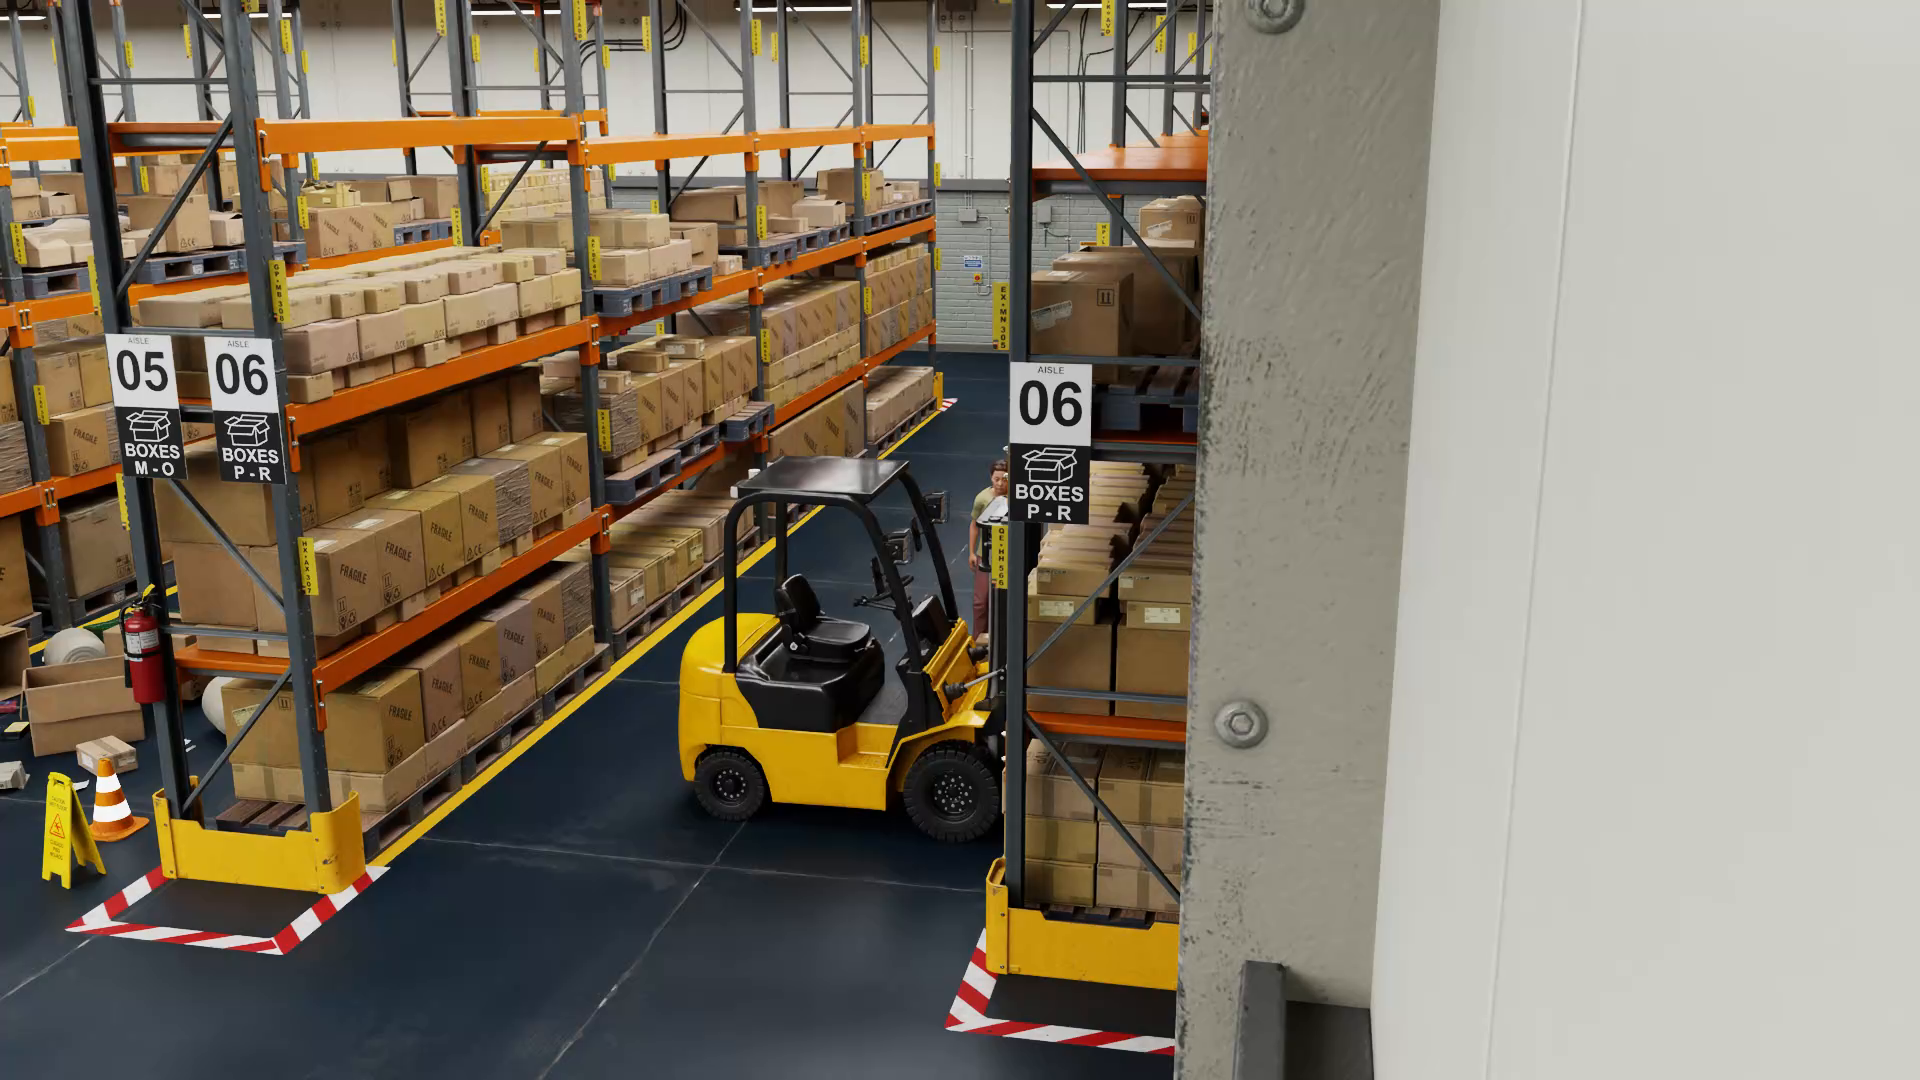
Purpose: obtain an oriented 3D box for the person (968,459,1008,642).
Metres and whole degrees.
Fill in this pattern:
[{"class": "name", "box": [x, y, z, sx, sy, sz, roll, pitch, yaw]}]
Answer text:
[{"class": "person", "box": [0.310, 0.160, 13.411, 0.517, 1.671, 0.363, 2, 15, 8]}]
